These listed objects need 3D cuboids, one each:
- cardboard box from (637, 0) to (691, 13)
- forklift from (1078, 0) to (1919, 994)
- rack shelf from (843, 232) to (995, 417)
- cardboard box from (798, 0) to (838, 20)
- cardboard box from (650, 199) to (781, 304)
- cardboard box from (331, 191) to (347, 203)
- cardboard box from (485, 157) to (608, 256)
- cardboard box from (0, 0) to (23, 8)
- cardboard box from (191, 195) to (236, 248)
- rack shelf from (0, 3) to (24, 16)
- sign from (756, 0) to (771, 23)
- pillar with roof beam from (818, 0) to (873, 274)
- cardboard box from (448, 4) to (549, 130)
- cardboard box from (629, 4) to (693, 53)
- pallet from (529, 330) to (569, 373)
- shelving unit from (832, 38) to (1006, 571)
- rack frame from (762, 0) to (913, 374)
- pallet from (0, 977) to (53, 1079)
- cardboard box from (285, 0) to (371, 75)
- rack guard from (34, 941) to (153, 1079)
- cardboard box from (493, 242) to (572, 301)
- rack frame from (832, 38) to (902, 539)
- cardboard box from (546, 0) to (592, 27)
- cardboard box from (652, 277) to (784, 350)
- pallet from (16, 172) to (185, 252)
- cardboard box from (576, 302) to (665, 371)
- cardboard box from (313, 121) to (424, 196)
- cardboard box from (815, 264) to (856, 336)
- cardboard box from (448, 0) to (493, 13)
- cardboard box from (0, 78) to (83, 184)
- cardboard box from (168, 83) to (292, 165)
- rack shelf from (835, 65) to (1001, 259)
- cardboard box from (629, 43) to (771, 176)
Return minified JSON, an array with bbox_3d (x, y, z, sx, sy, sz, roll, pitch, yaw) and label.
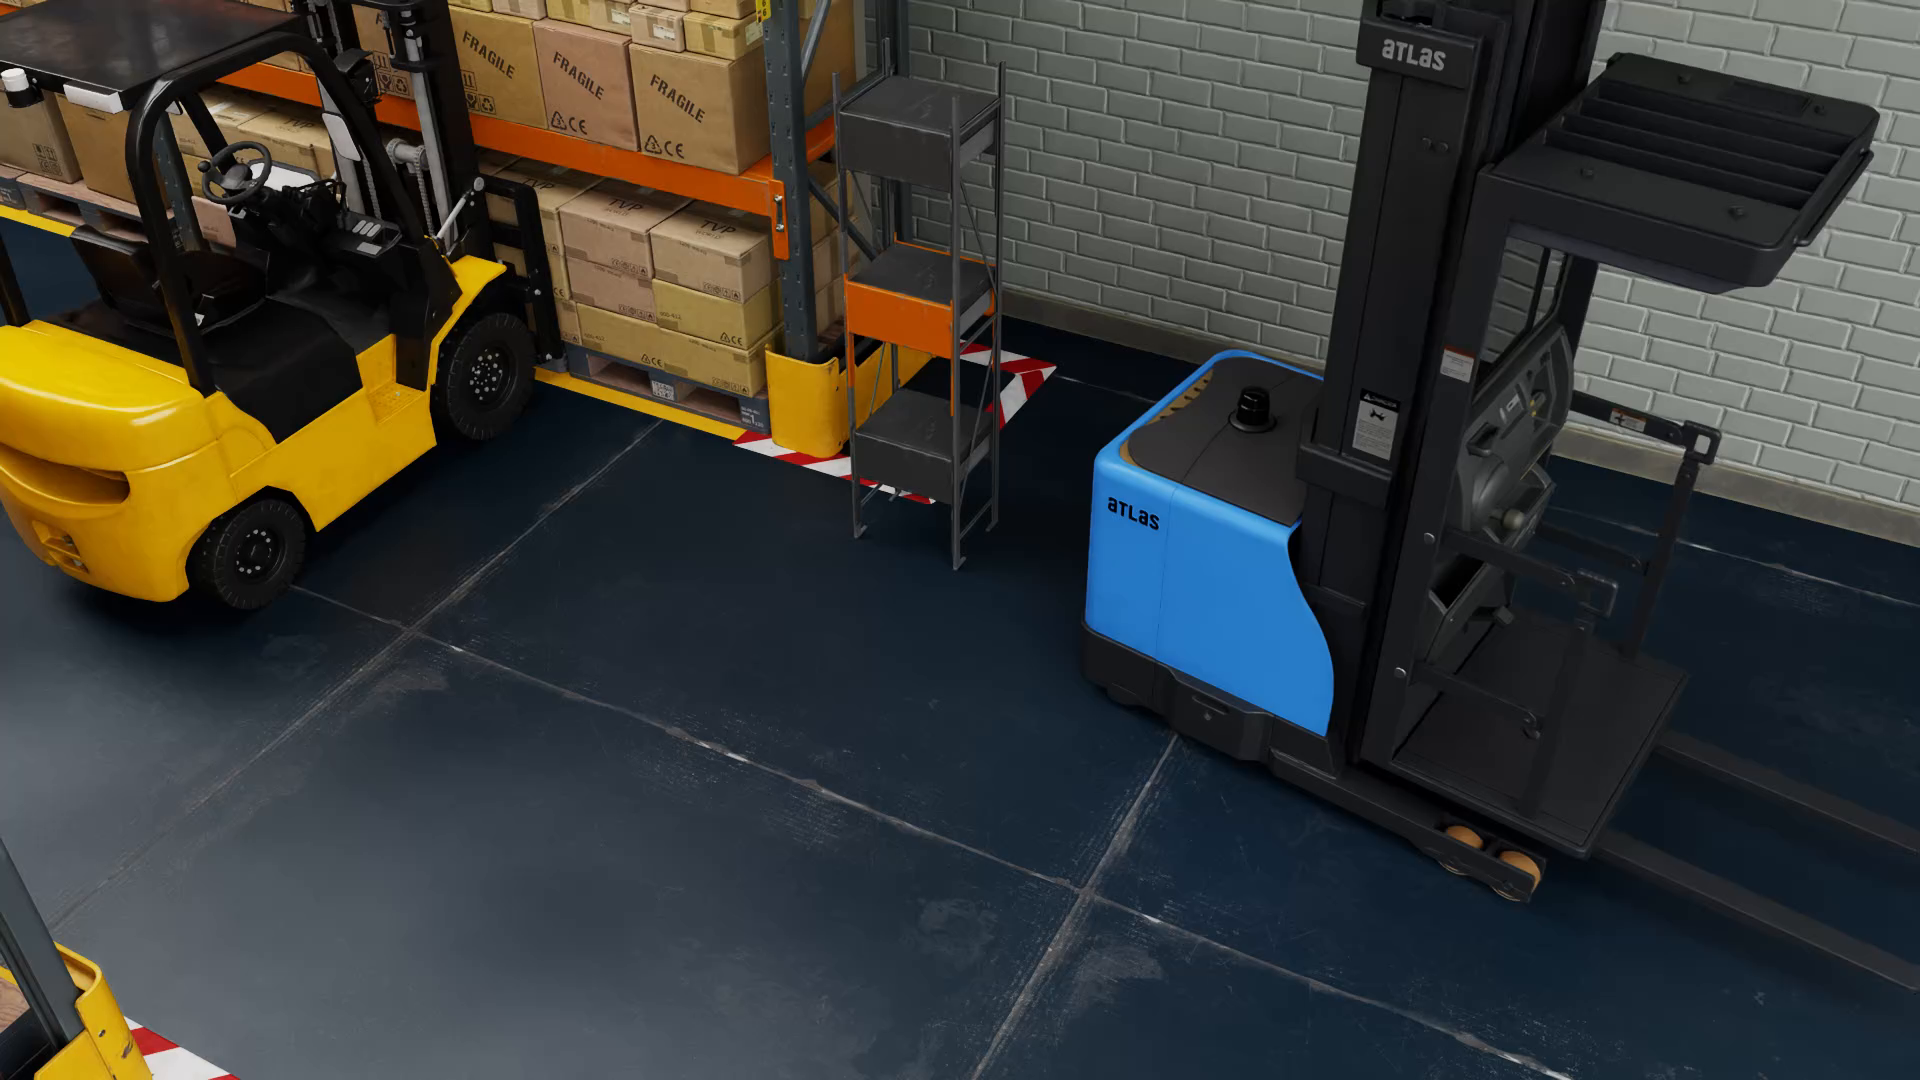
[{"bbox_3d":[-1.162,-2.385,7.045,0.250,0.149,0.380,17,41,22],"label":"cardboard box"},{"bbox_3d":[1.947,-0.313,5.238,3.031,2.935,1.130,24,43,28],"label":"forklift"},{"bbox_3d":[-0.147,-0.871,6.684,0.480,0.518,0.431,17,41,21],"label":"rack shelf"},{"bbox_3d":[-0.696,-2.461,7.393,0.250,0.149,0.380,16,40,20],"label":"cardboard box"},{"bbox_3d":[-1.066,-1.361,7.661,0.500,0.250,0.500,19,41,23],"label":"cardboard box"},{"bbox_3d":[-2.889,-1.728,8.559,0.500,0.250,0.500,17,40,21],"label":"cardboard box"},{"bbox_3d":[-1.975,-1.634,8.022,0.500,0.250,0.500,18,41,22],"label":"cardboard box"},{"bbox_3d":[-5.083,-3.119,9.002,0.500,0.250,0.500,17,40,21],"label":"cardboard box"},{"bbox_3d":[-3.789,-1.802,9.069,0.500,0.250,0.500,18,41,22],"label":"cardboard box"},{"bbox_3d":[-5.842,-3.311,9.727,4.000,0.370,1.077,17,41,21],"label":"rack shelf"},{"bbox_3d":[-0.776,-2.198,6.511,0.005,0.325,0.100,17,41,21],"label":"sign"},{"bbox_3d":[-2.698,-2.685,3.345,0.400,9.000,9.100,17,41,21],"label":"pillar with roof beam"},{"bbox_3d":[-1.983,-2.257,7.660,0.500,0.500,0.500,17,40,21],"label":"cardboard box"},{"bbox_3d":[-1.191,-2.229,7.086,0.250,0.149,0.380,18,41,22],"label":"cardboard box"},{"bbox_3d":[-2.292,-1.349,8.853,1.213,0.211,1.003,17,41,21],"label":"pallet"},{"bbox_3d":[-0.147,-0.882,6.676,0.503,2.100,0.431,17,41,21],"label":"shelving unit"},{"bbox_3d":[-0.514,-1.930,7.311,0.127,3.000,1.000,17,41,21],"label":"rack frame"},{"bbox_3d":[-3.566,1.581,4.993,1.213,0.211,1.003,17,41,21],"label":"pallet"},{"bbox_3d":[-2.872,-2.542,8.035,0.500,0.500,0.500,17,40,21],"label":"cardboard box"},{"bbox_3d":[-2.861,1.711,4.583,0.348,0.500,1.175,17,41,21],"label":"rack guard"},{"bbox_3d":[-1.999,-1.446,8.187,0.500,0.250,0.500,16,40,20],"label":"cardboard box"},{"bbox_3d":[-0.364,-0.950,6.765,0.015,2.100,0.400,17,41,21],"label":"rack frame"},{"bbox_3d":[-1.609,-2.409,7.323,0.250,0.149,0.380,17,40,21],"label":"cardboard box"},{"bbox_3d":[-1.090,-1.168,7.822,0.500,0.250,0.500,17,40,21],"label":"cardboard box"},{"bbox_3d":[-4.738,-2.115,9.862,1.213,0.211,1.003,17,41,21],"label":"pallet"},{"bbox_3d":[-1.514,-1.106,8.153,0.500,0.250,0.500,17,41,21],"label":"cardboard box"},{"bbox_3d":[-2.884,-1.929,8.411,0.500,0.250,0.500,19,41,23],"label":"cardboard box"},{"bbox_3d":[-0.860,-1.243,8.334,0.500,0.250,0.500,18,41,22],"label":"cardboard box"},{"bbox_3d":[-2.101,-2.517,7.466,0.250,0.149,0.380,18,41,22],"label":"cardboard box"},{"bbox_3d":[-5.220,-2.622,9.840,0.625,0.625,0.875,17,40,21],"label":"cardboard box"},{"bbox_3d":[-3.781,-2.209,8.779,0.500,0.250,0.500,17,40,21],"label":"cardboard box"},{"bbox_3d":[-0.147,-1.429,6.261,0.480,0.518,0.431,17,41,21],"label":"rack shelf"},{"bbox_3d":[-1.072,-1.965,7.276,0.500,0.500,0.500,16,40,21],"label":"cardboard box"}]
